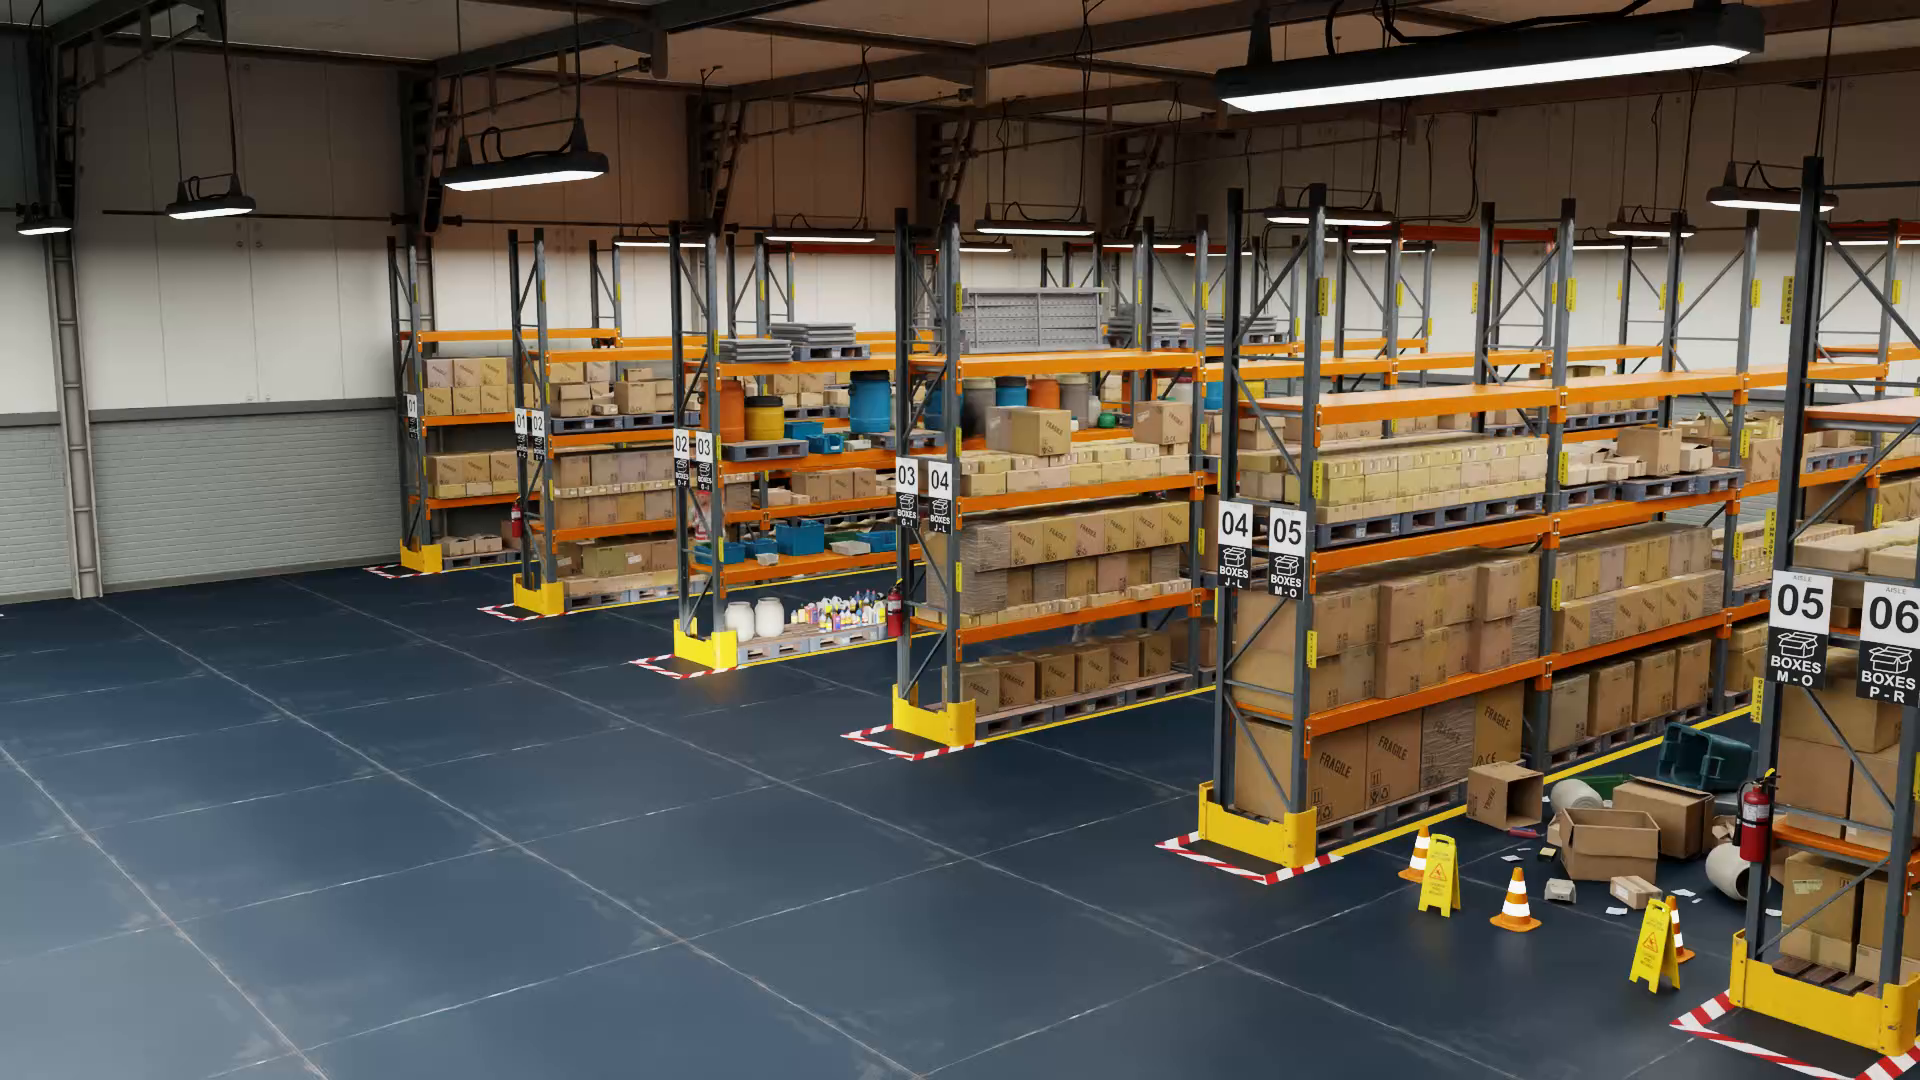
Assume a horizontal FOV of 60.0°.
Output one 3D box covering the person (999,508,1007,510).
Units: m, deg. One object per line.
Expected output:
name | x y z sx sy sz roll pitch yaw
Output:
person | 0.467 -0.239 27.973 0.729 1.723 0.721 7 11 38

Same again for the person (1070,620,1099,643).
person | 1.662 0.509 22.963 0.805 1.893 0.640 -7 11 -39

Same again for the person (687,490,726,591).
person | -3.989 0.035 26.051 0.609 1.769 0.869 0 9 0
